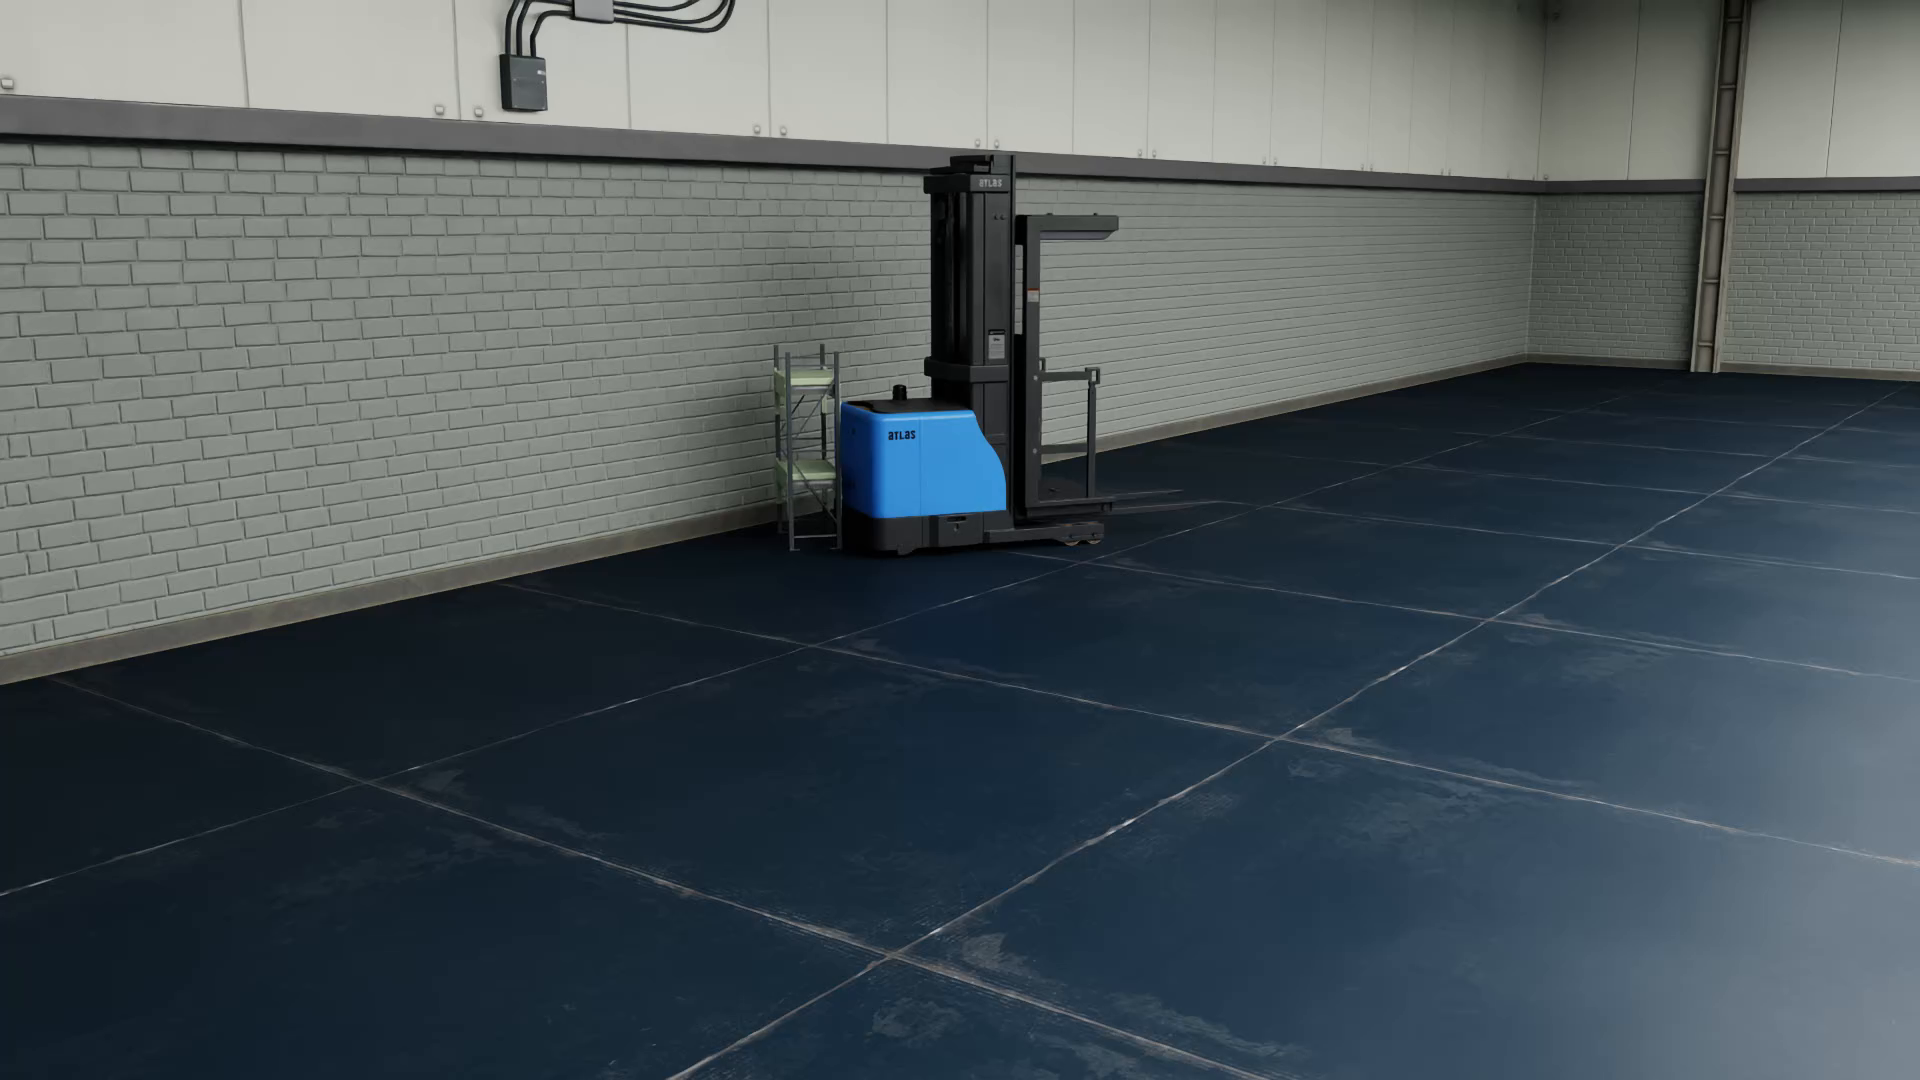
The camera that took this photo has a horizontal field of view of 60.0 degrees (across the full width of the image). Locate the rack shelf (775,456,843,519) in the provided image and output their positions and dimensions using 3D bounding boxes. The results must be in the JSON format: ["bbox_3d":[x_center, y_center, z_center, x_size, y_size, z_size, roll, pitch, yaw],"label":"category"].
[{"bbox_3d":[-1.181,-0.412,12.926,0.431,0.370,0.720,-3,11,-13],"label":"rack shelf"}]

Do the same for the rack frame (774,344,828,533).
[{"bbox_3d":[-1.263,-0.800,13.214,0.400,1.500,0.023,-3,11,-13],"label":"rack frame"}]

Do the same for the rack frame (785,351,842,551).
[{"bbox_3d":[-1.099,-0.664,12.514,0.400,1.500,0.023,-3,11,-13],"label":"rack frame"}]

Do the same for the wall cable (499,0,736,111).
[{"bbox_3d":[-2.349,-6.022,11.511,0.169,6.003,2.305,8,13,36],"label":"wall cable"}]

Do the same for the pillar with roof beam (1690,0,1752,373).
[{"bbox_3d":[9.707,-6.530,23.092,0.400,9.000,9.100,8,13,36],"label":"pillar with roof beam"}]

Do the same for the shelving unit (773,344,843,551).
[{"bbox_3d":[-1.181,-0.732,12.864,0.431,1.500,0.755,-3,11,-13],"label":"shelving unit"}]

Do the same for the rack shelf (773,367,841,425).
[{"bbox_3d":[-1.181,-1.115,12.790,0.431,0.370,0.720,-3,11,-13],"label":"rack shelf"}]

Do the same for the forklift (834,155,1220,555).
[{"bbox_3d":[0.577,-1.483,12.979,3.031,2.935,1.130,-4,12,-22],"label":"forklift"}]
